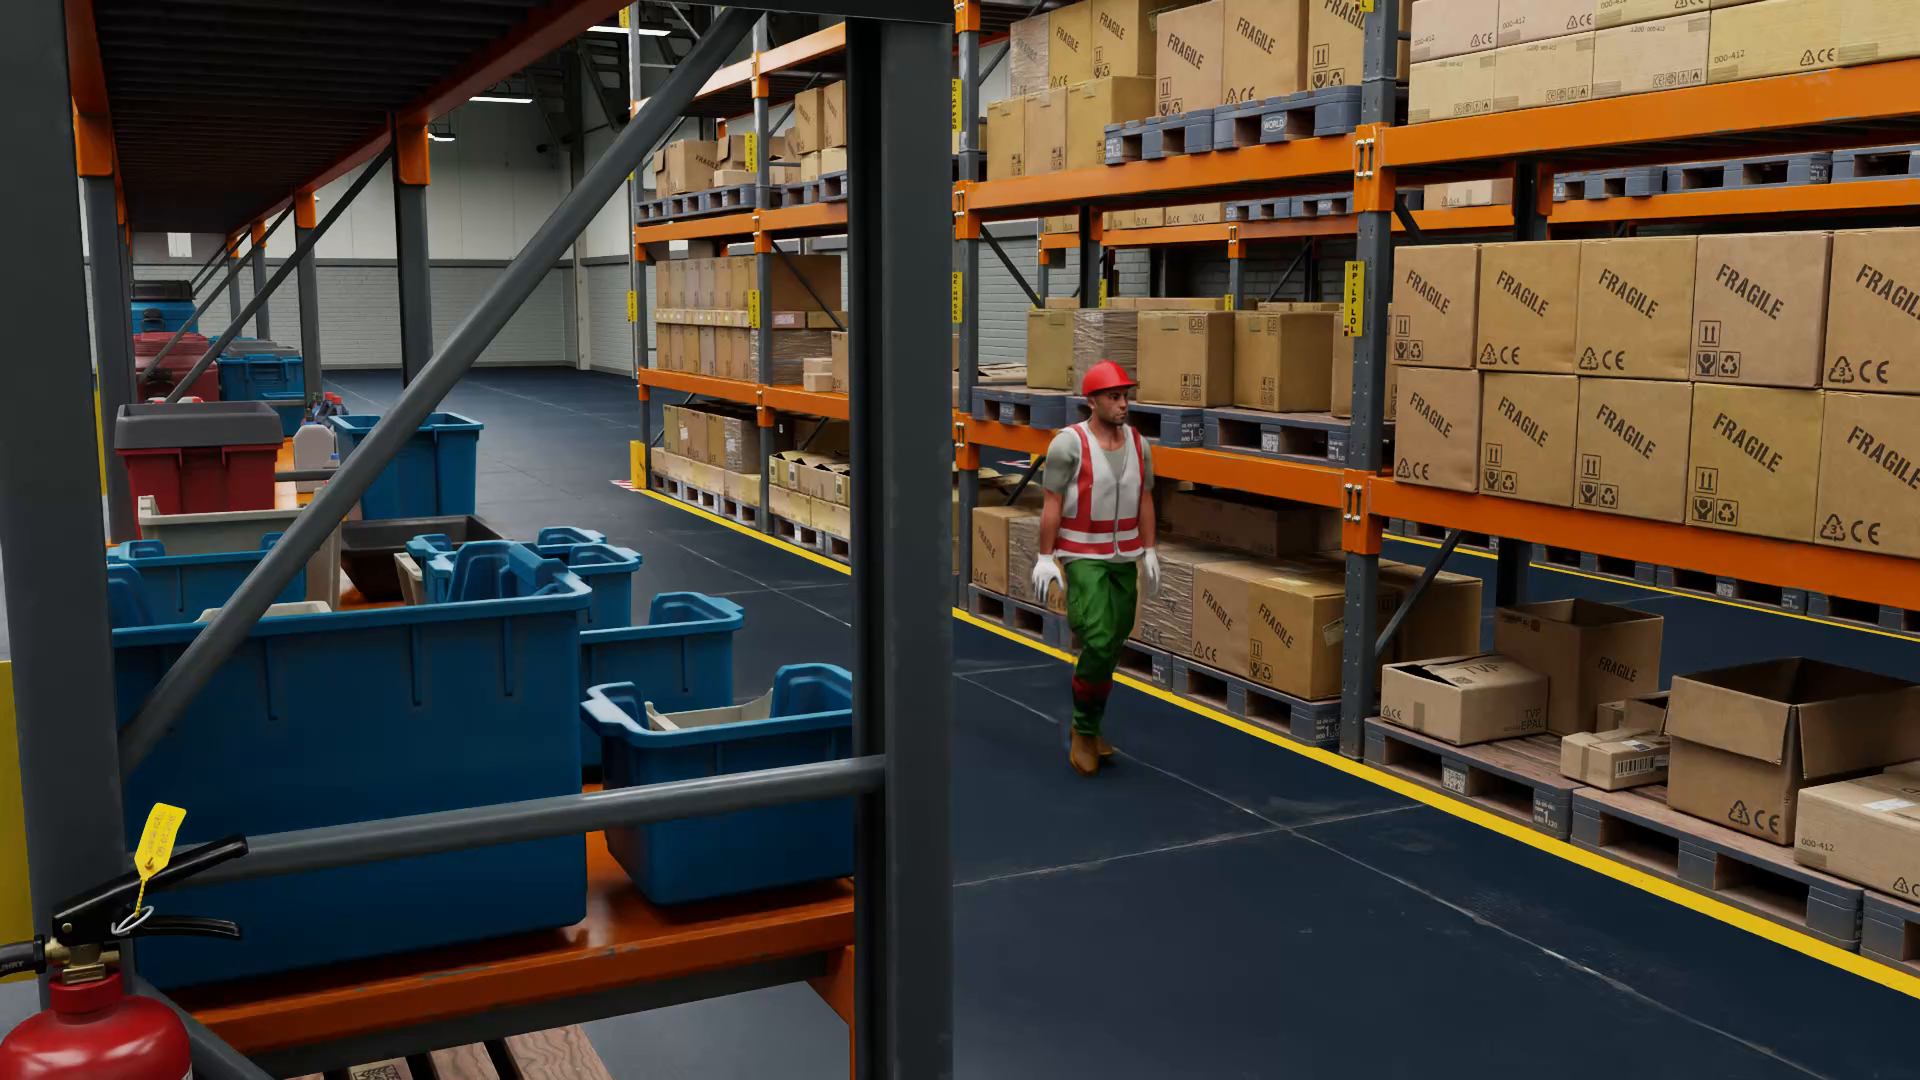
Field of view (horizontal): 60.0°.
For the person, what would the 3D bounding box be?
[{"bbox_3d":[0.635,0.123,7.349,0.590,1.819,0.504,-5,10,-28],"label":"person"}]
